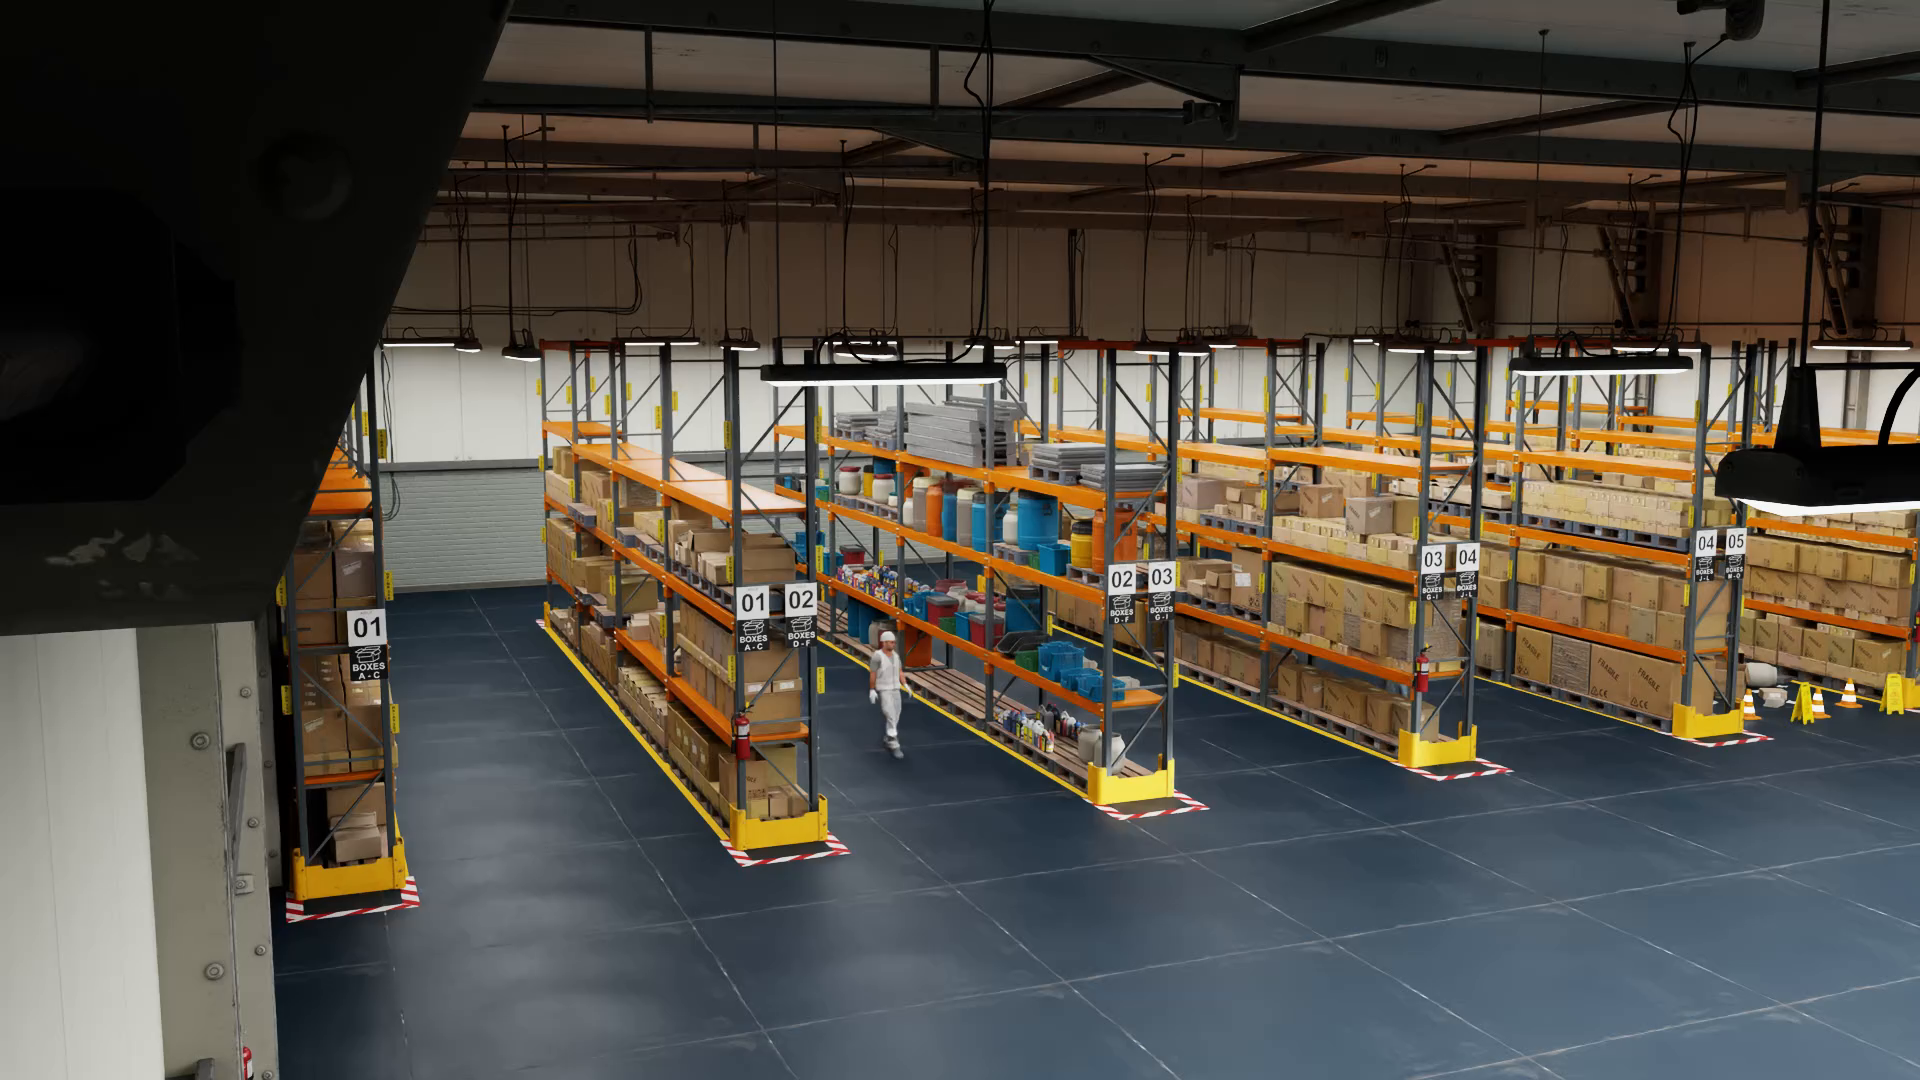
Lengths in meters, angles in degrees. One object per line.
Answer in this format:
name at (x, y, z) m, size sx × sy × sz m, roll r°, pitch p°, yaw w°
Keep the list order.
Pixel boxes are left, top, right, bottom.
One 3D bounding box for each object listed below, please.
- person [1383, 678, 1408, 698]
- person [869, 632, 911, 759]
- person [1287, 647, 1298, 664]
person at (7.133, 1.923, 27.279) m, size 0.595 × 1.767 × 0.547 m, roll -2°, pitch 8°, yaw -15°
person at (-0.961, 2.270, 24.551) m, size 0.562 × 1.804 × 0.671 m, roll -7°, pitch 10°, yaw -44°
person at (6.285, 1.468, 31.253) m, size 0.528 × 1.719 × 0.516 m, roll -3°, pitch 8°, yaw -21°
